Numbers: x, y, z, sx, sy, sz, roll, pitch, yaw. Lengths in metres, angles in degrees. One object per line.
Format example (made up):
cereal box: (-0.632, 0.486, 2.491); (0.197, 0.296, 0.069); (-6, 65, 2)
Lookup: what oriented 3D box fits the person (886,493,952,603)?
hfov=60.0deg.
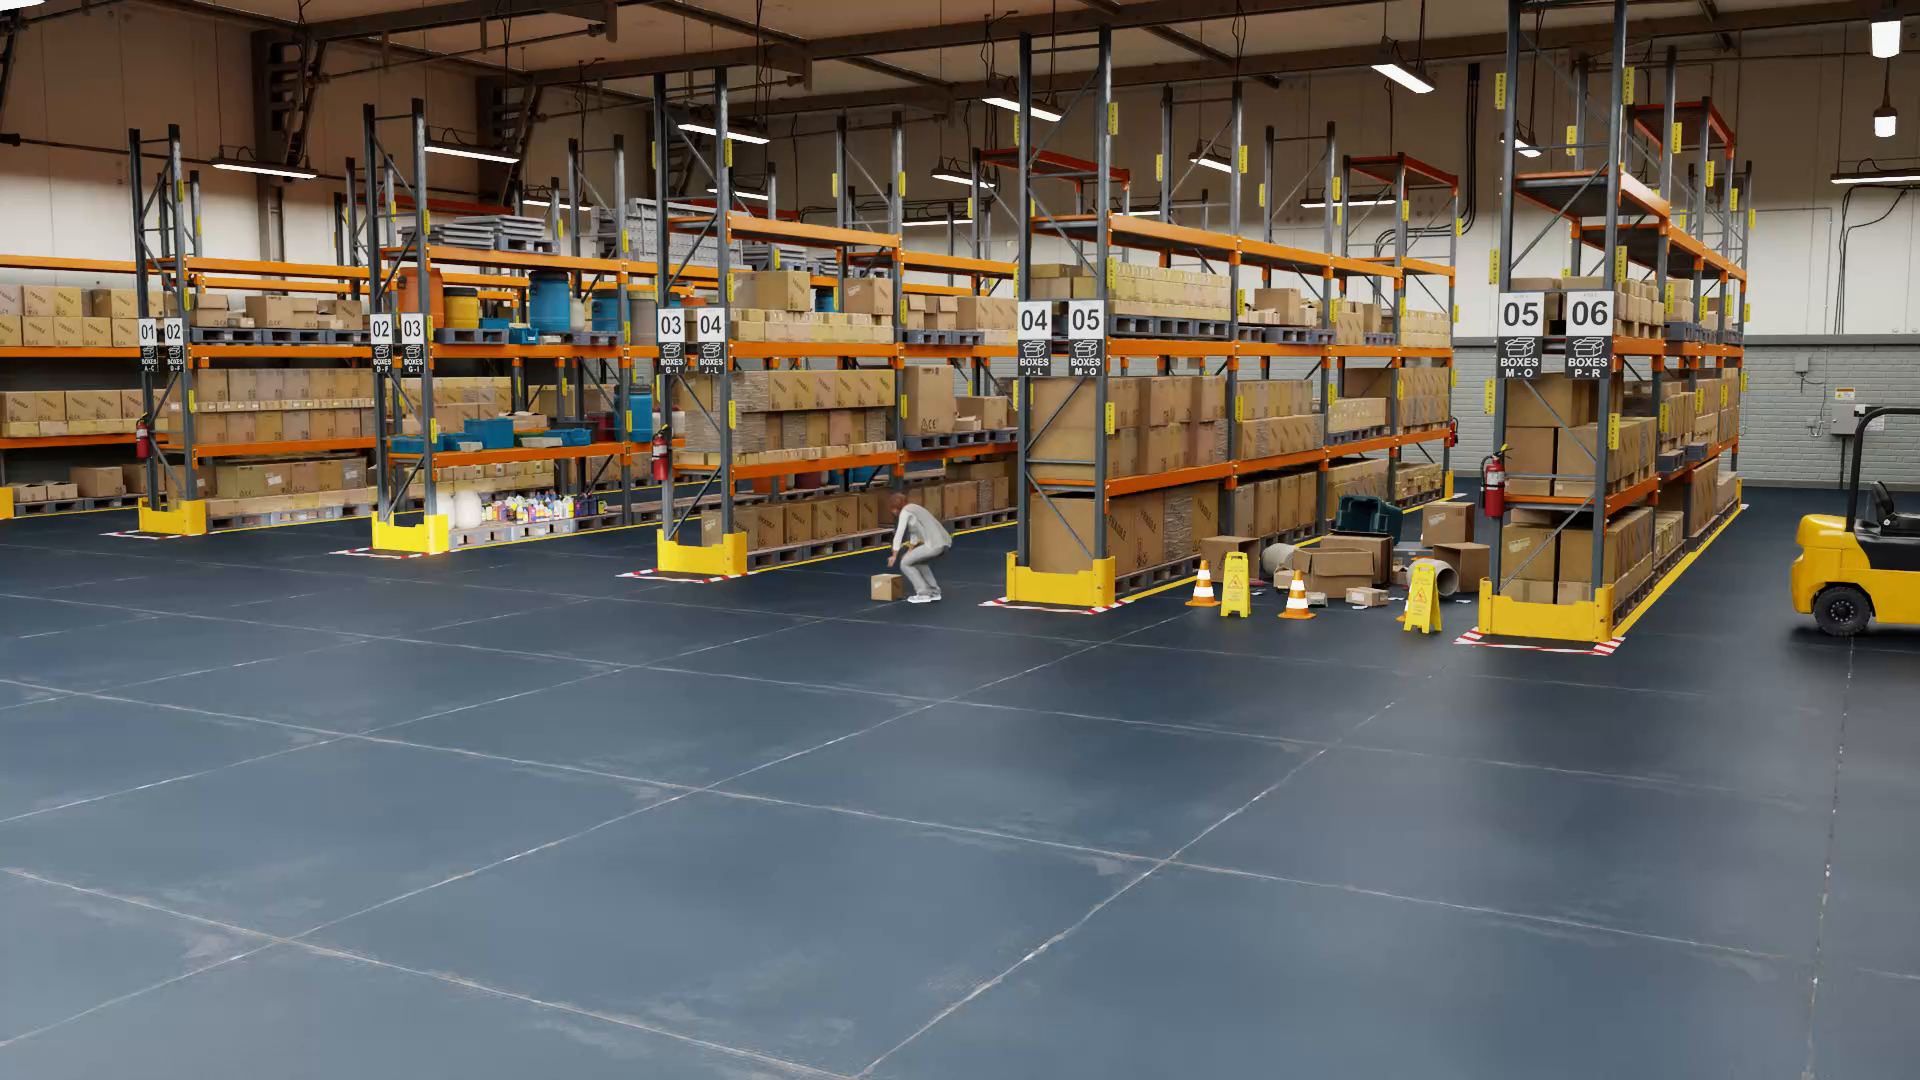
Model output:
person: (-0.449, 0.095, 17.821); (0.725, 1.143, 0.464); (3, 7, 29)
